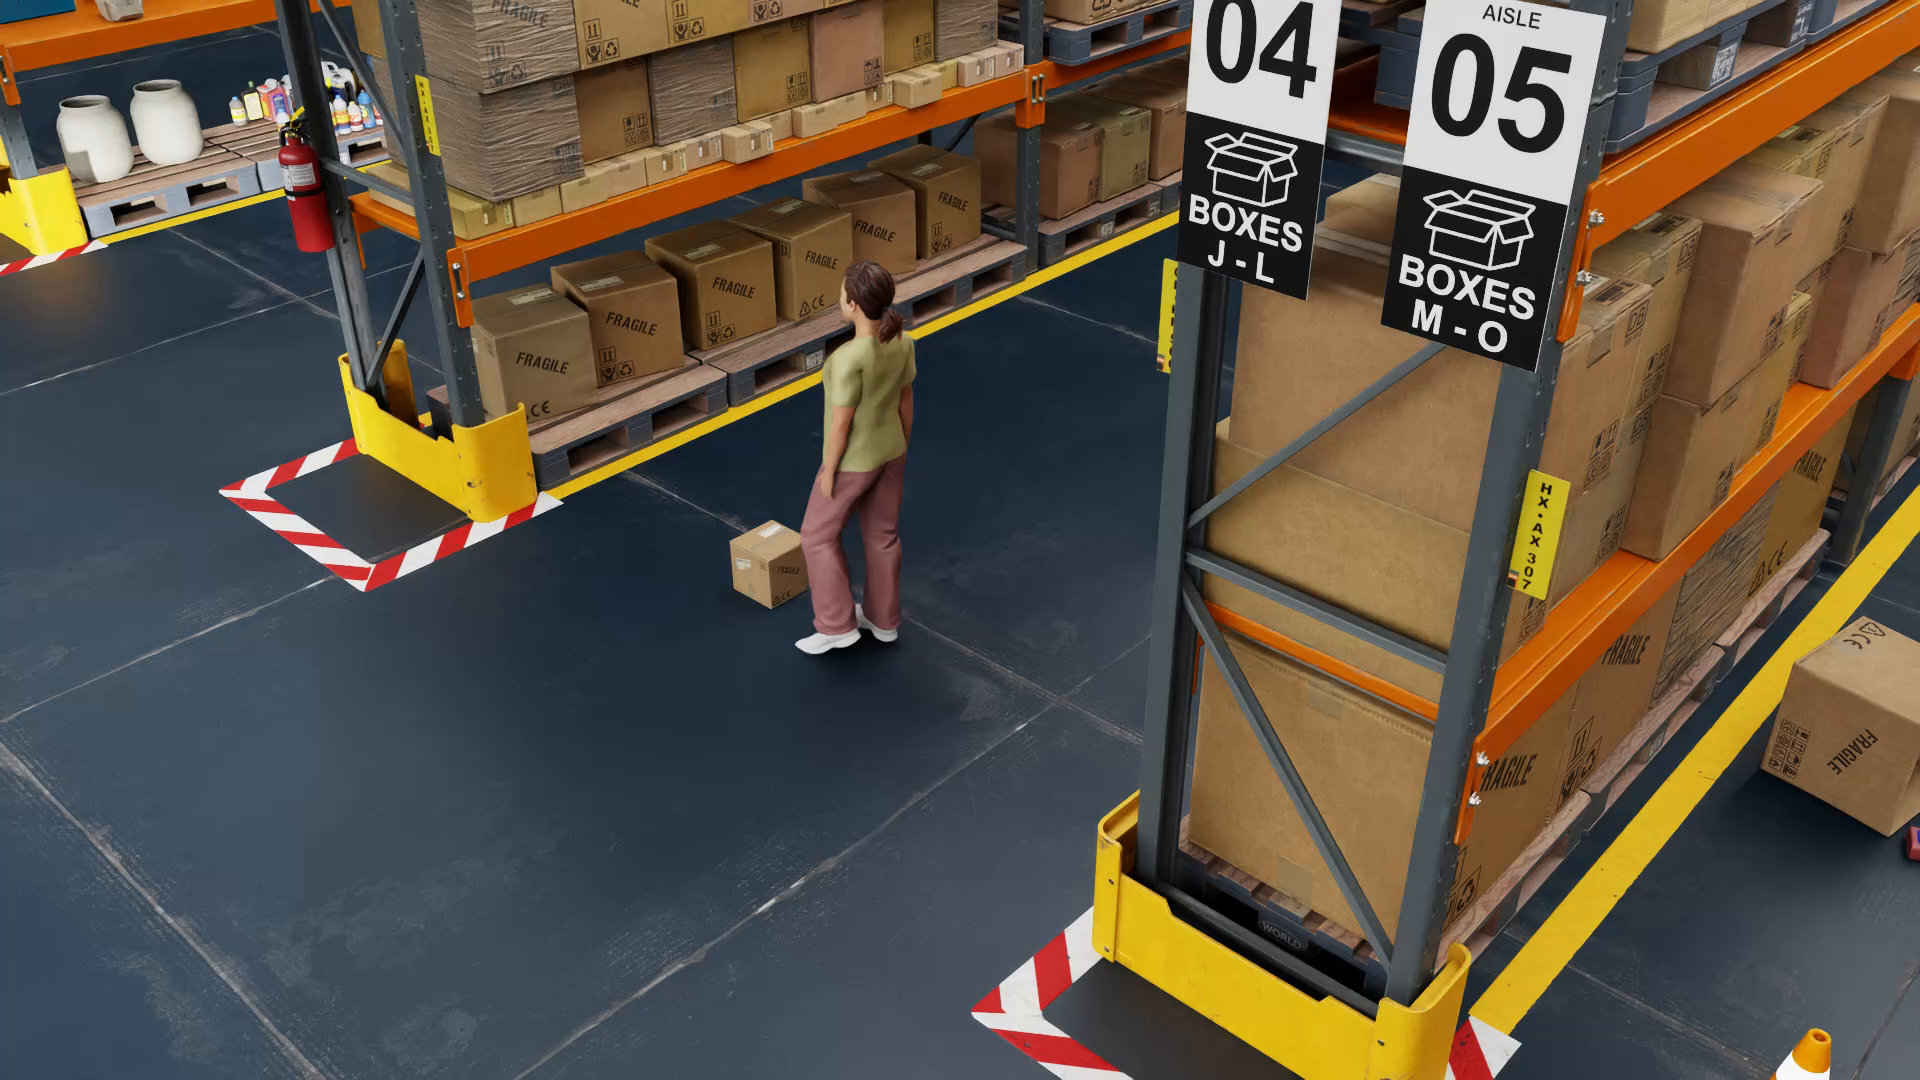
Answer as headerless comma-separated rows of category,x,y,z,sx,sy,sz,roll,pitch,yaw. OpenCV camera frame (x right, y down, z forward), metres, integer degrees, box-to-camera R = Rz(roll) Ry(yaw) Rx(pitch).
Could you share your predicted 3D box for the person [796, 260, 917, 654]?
person,-0.399,-0.291,6.635,0.401,1.717,0.501,24,39,34
